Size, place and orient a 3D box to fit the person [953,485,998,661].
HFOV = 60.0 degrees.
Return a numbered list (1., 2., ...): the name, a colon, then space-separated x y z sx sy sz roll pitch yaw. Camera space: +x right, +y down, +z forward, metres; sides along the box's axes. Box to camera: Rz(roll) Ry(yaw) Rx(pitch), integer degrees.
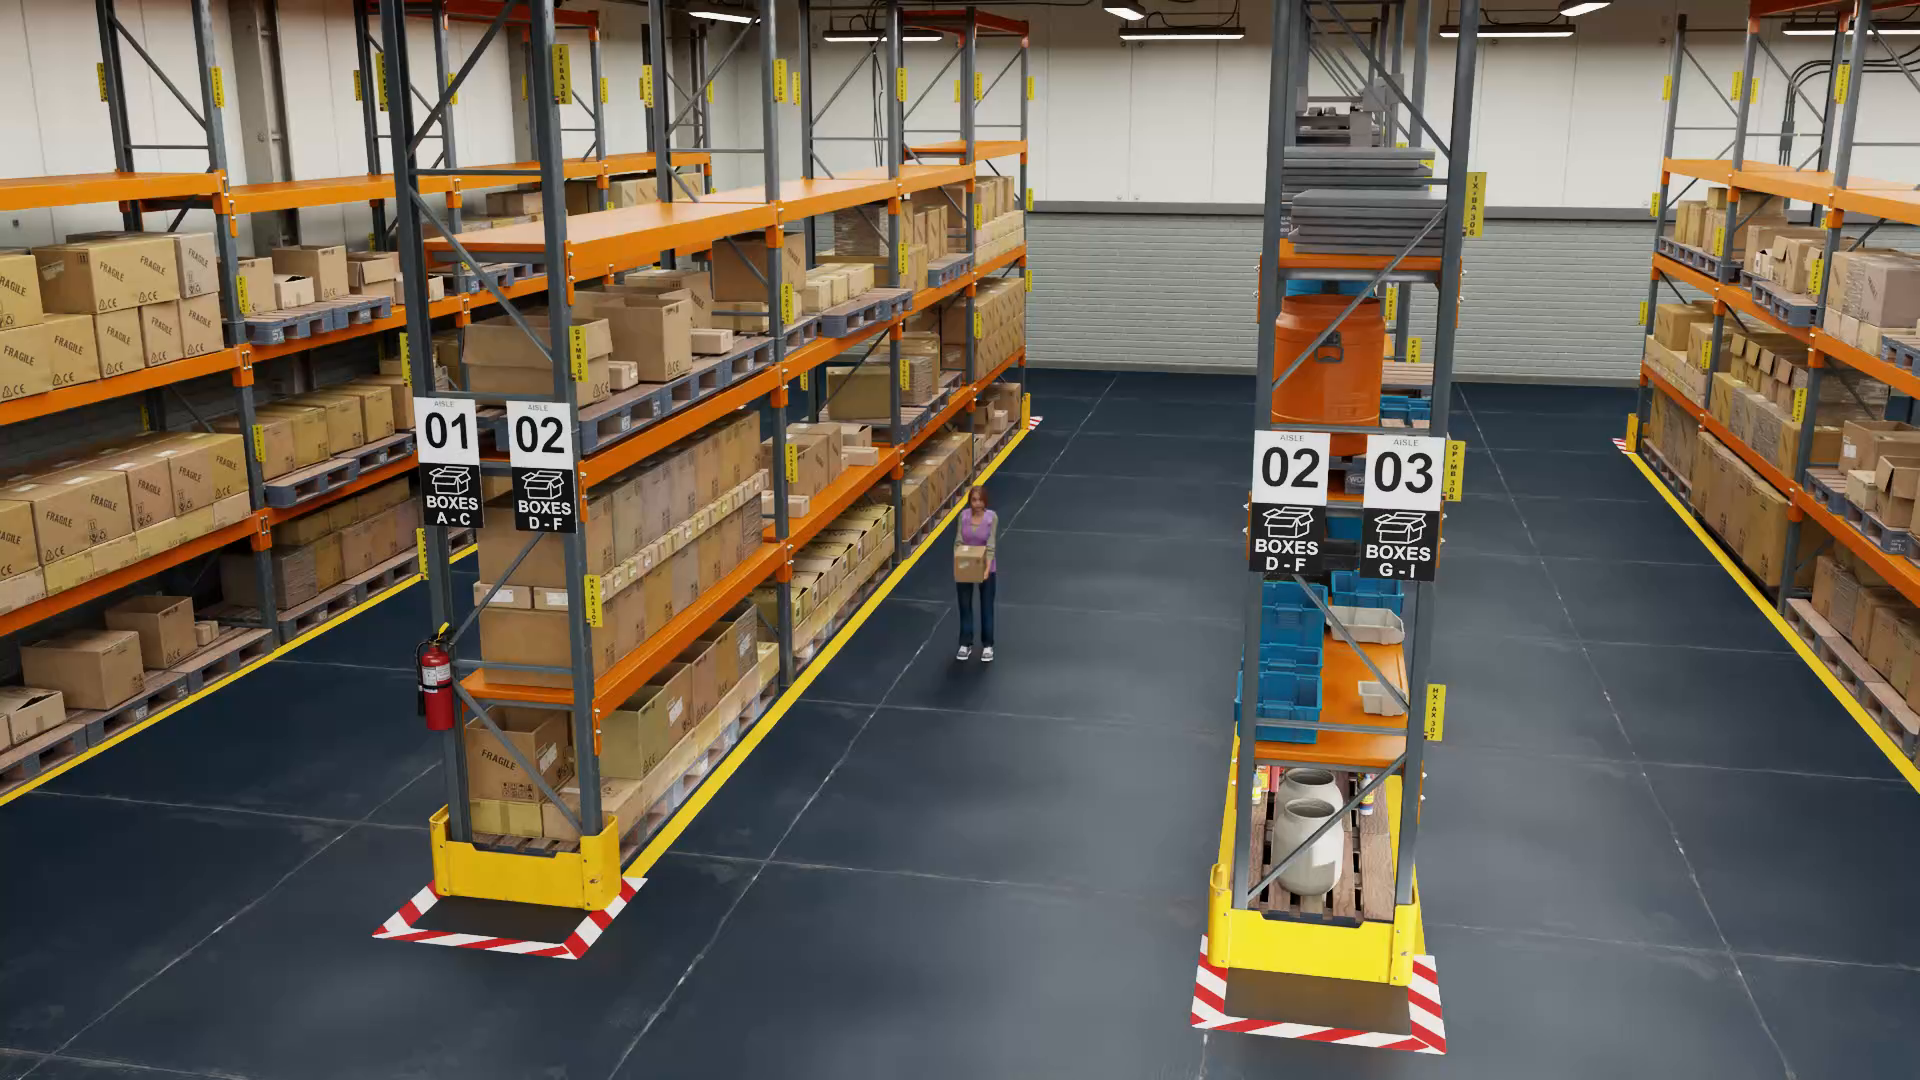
1. person: 0.138 0.312 14.872 0.375 1.599 0.497 3 15 11
